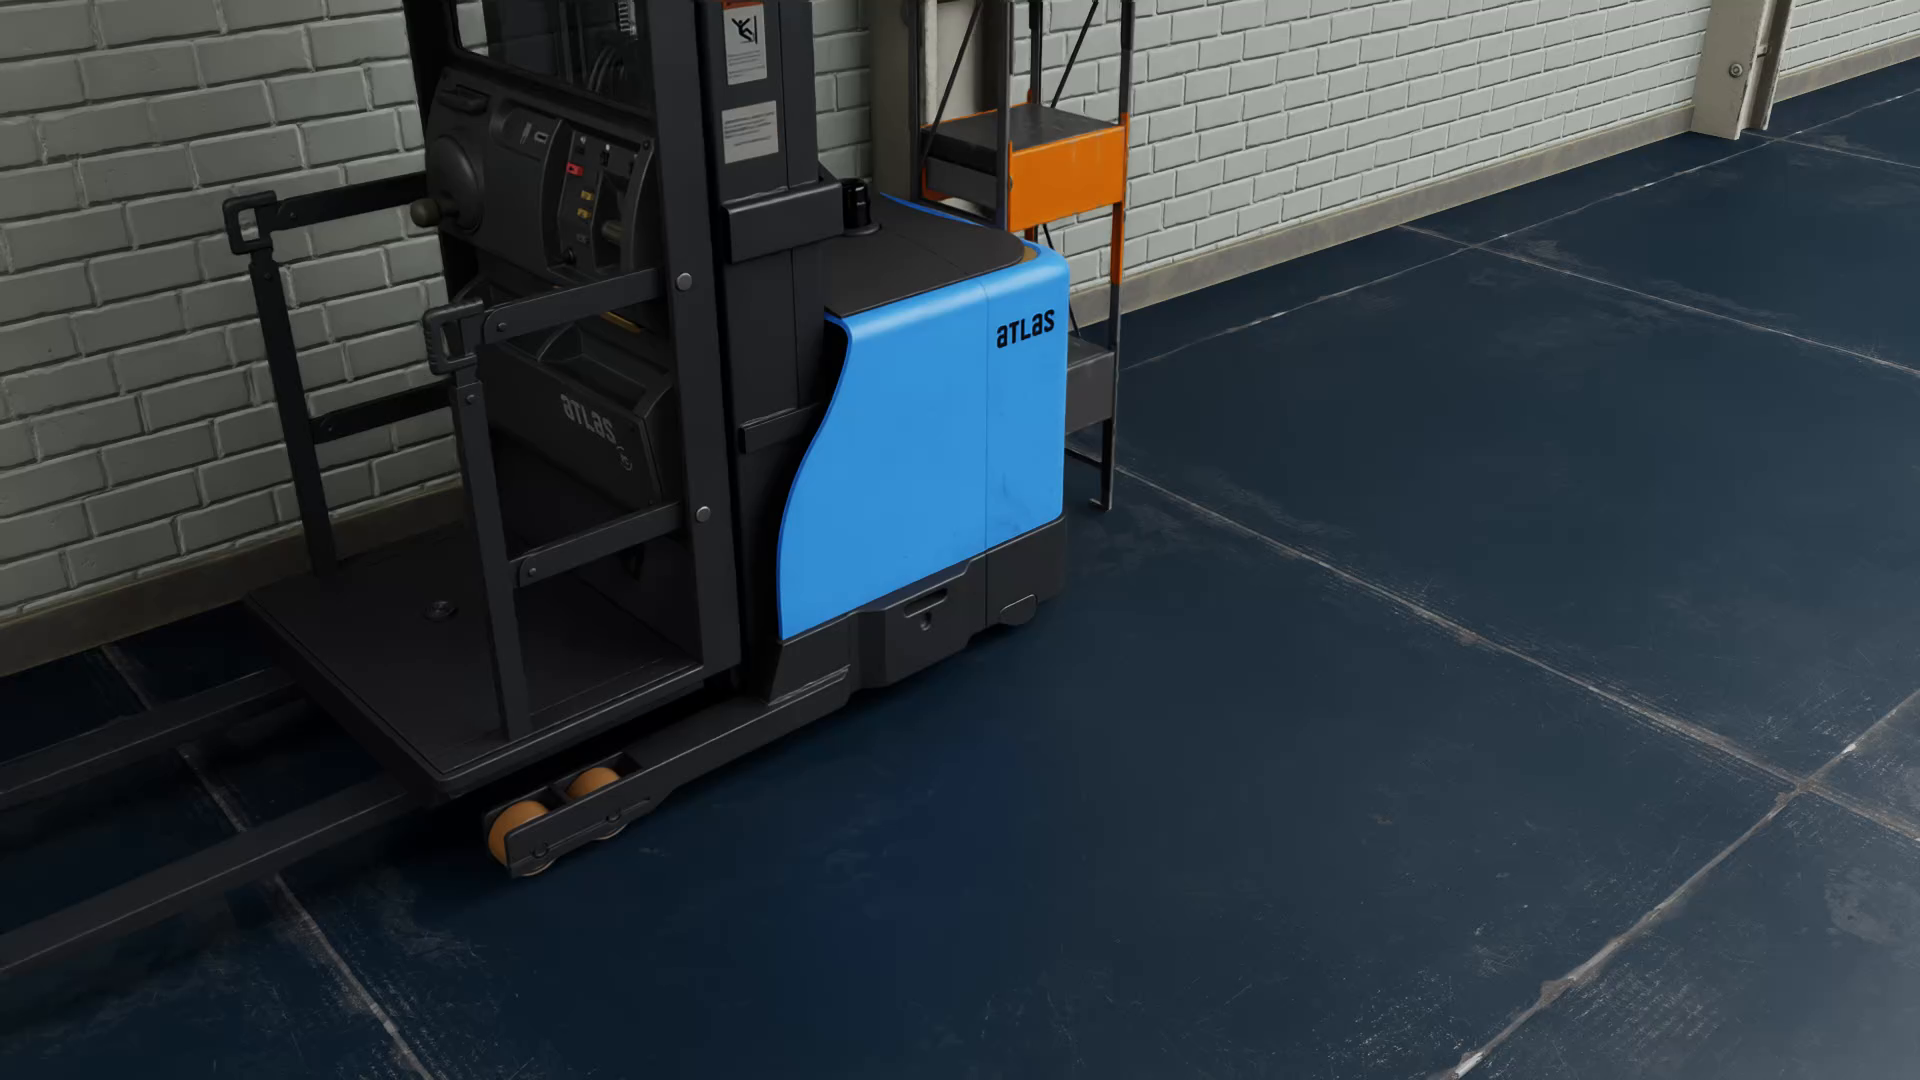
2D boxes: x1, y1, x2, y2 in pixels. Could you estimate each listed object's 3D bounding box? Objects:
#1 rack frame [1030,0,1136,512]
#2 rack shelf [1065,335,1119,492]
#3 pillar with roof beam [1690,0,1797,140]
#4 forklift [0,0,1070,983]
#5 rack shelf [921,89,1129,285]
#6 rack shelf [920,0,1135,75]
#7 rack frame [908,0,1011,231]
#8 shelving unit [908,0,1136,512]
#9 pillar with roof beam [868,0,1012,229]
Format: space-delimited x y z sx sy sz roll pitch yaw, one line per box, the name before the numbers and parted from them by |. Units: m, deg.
rack frame | 0.354 -1.090 5.061 0.015 2.100 0.400 -23 36 -37
rack shelf | 0.174 -0.383 5.252 0.480 0.518 0.431 -23 36 -37
pillar with roof beam | 7.293 -4.839 4.758 0.400 9.000 9.100 -22 35 -35
forklift | -1.119 -0.802 3.641 3.031 2.935 1.130 -23 36 -37
rack shelf | 0.174 -1.000 4.922 0.480 0.518 0.431 -23 36 -37
rack shelf | 0.174 -1.617 4.592 0.480 0.518 0.431 -23 36 -37
rack frame | -0.006 -0.934 4.770 0.015 2.100 0.400 -23 36 -37
shelving unit | 0.174 -1.012 4.916 0.503 2.100 0.431 -23 36 -37
pillar with roof beam | 2.729 -3.004 1.324 0.400 9.000 9.100 -22 35 -35
